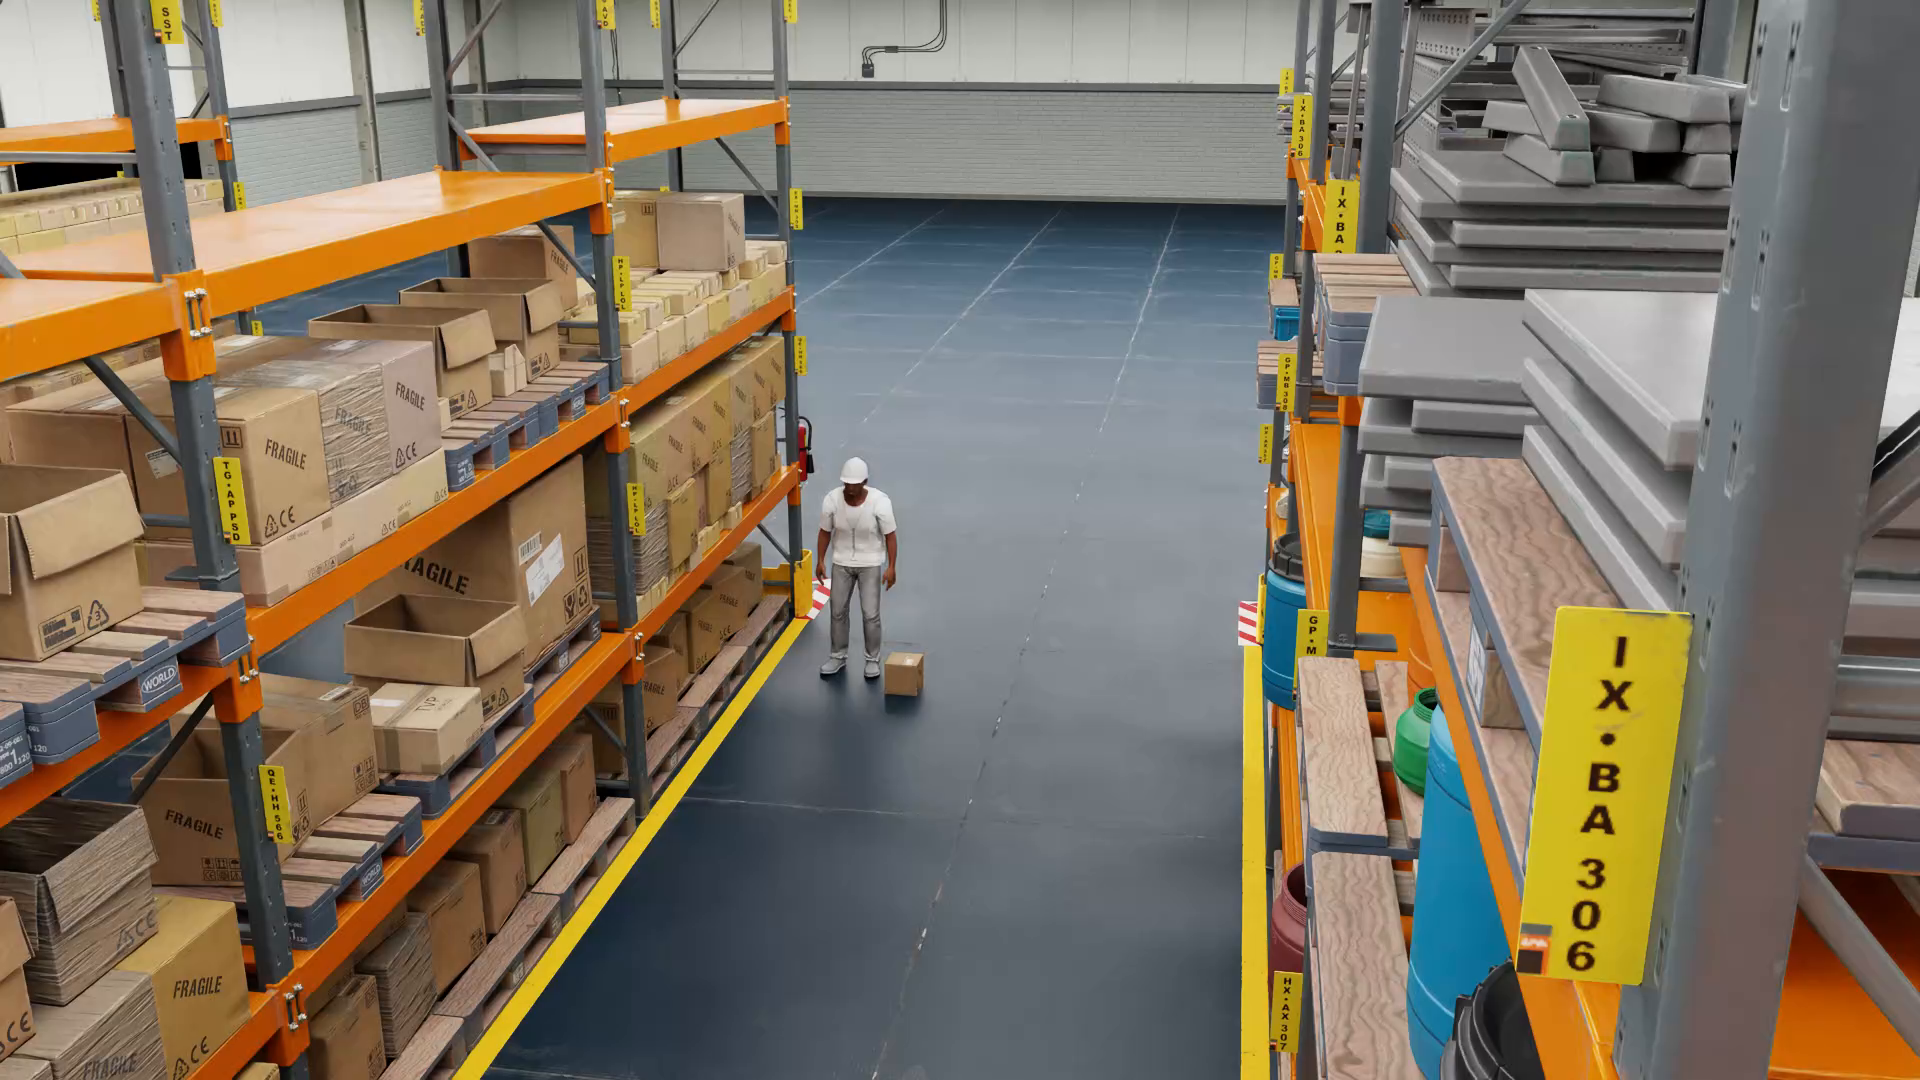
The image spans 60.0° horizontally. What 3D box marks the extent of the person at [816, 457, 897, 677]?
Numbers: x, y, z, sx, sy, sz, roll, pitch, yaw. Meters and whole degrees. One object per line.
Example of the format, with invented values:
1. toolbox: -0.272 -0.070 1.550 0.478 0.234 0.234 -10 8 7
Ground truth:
1. person: -0.806 0.201 12.880 0.636 1.760 0.462 4 18 11
